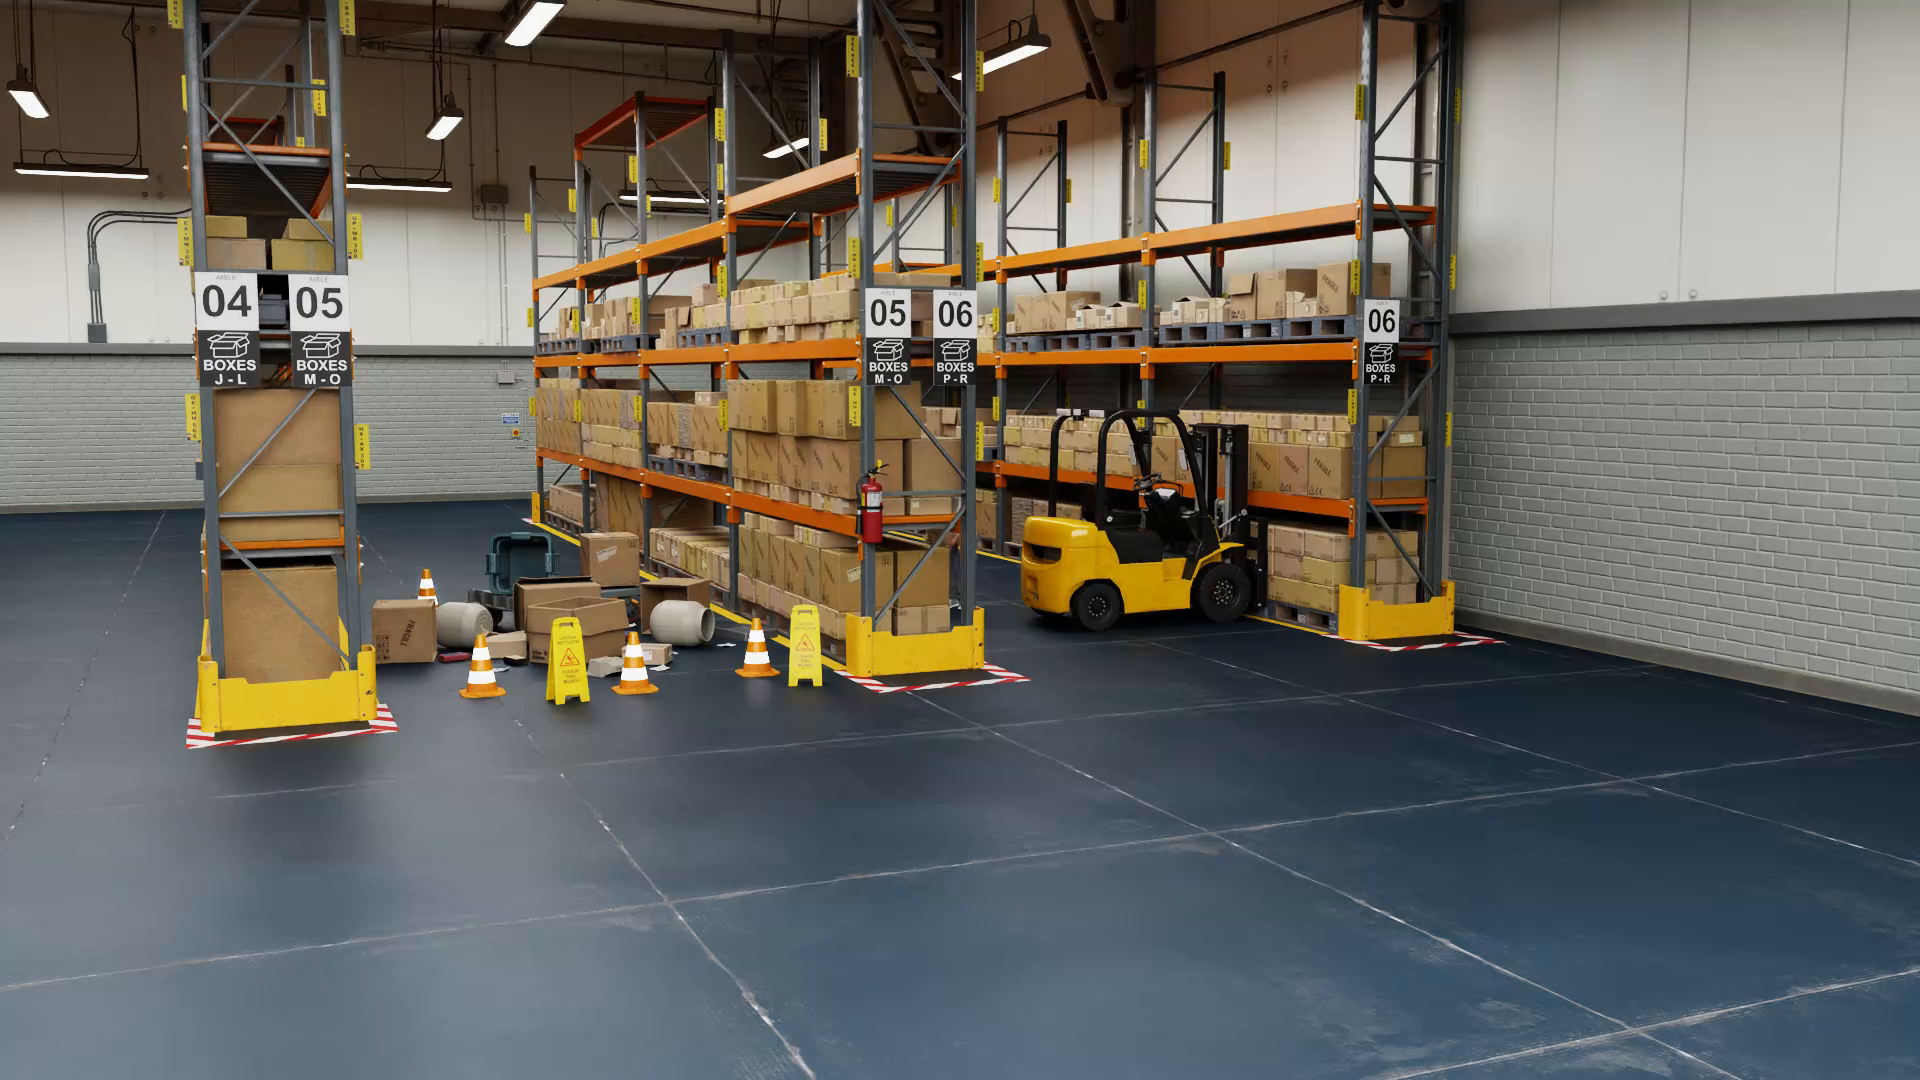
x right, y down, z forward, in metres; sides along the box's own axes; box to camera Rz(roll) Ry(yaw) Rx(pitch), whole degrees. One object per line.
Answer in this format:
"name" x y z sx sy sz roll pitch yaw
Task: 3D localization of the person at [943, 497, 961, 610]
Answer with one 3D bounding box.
"person" -0.057 -0.027 17.751 0.384 1.552 0.533 4 7 36
